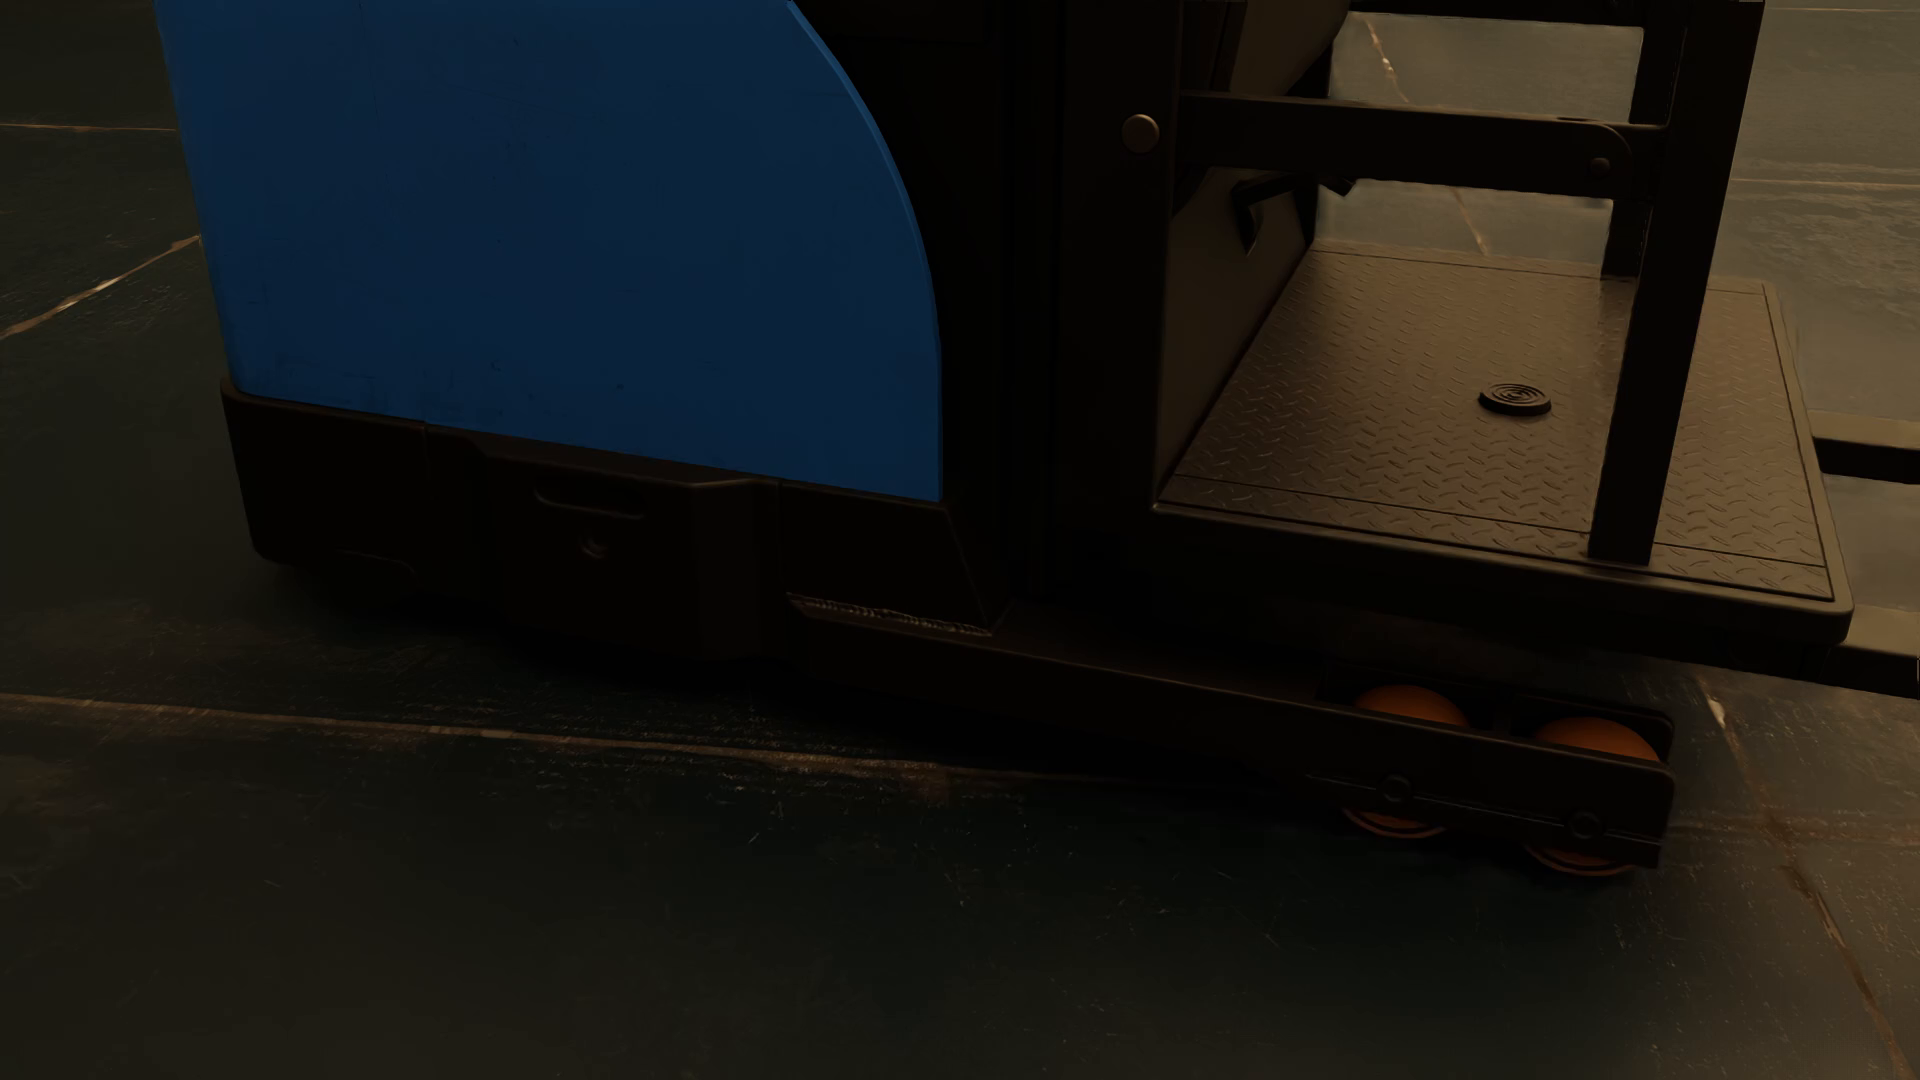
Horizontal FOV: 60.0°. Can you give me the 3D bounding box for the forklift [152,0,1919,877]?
[{"bbox_3d":[0.575,-1.220,1.663,3.031,2.935,1.130,9,28,18],"label":"forklift"}]
